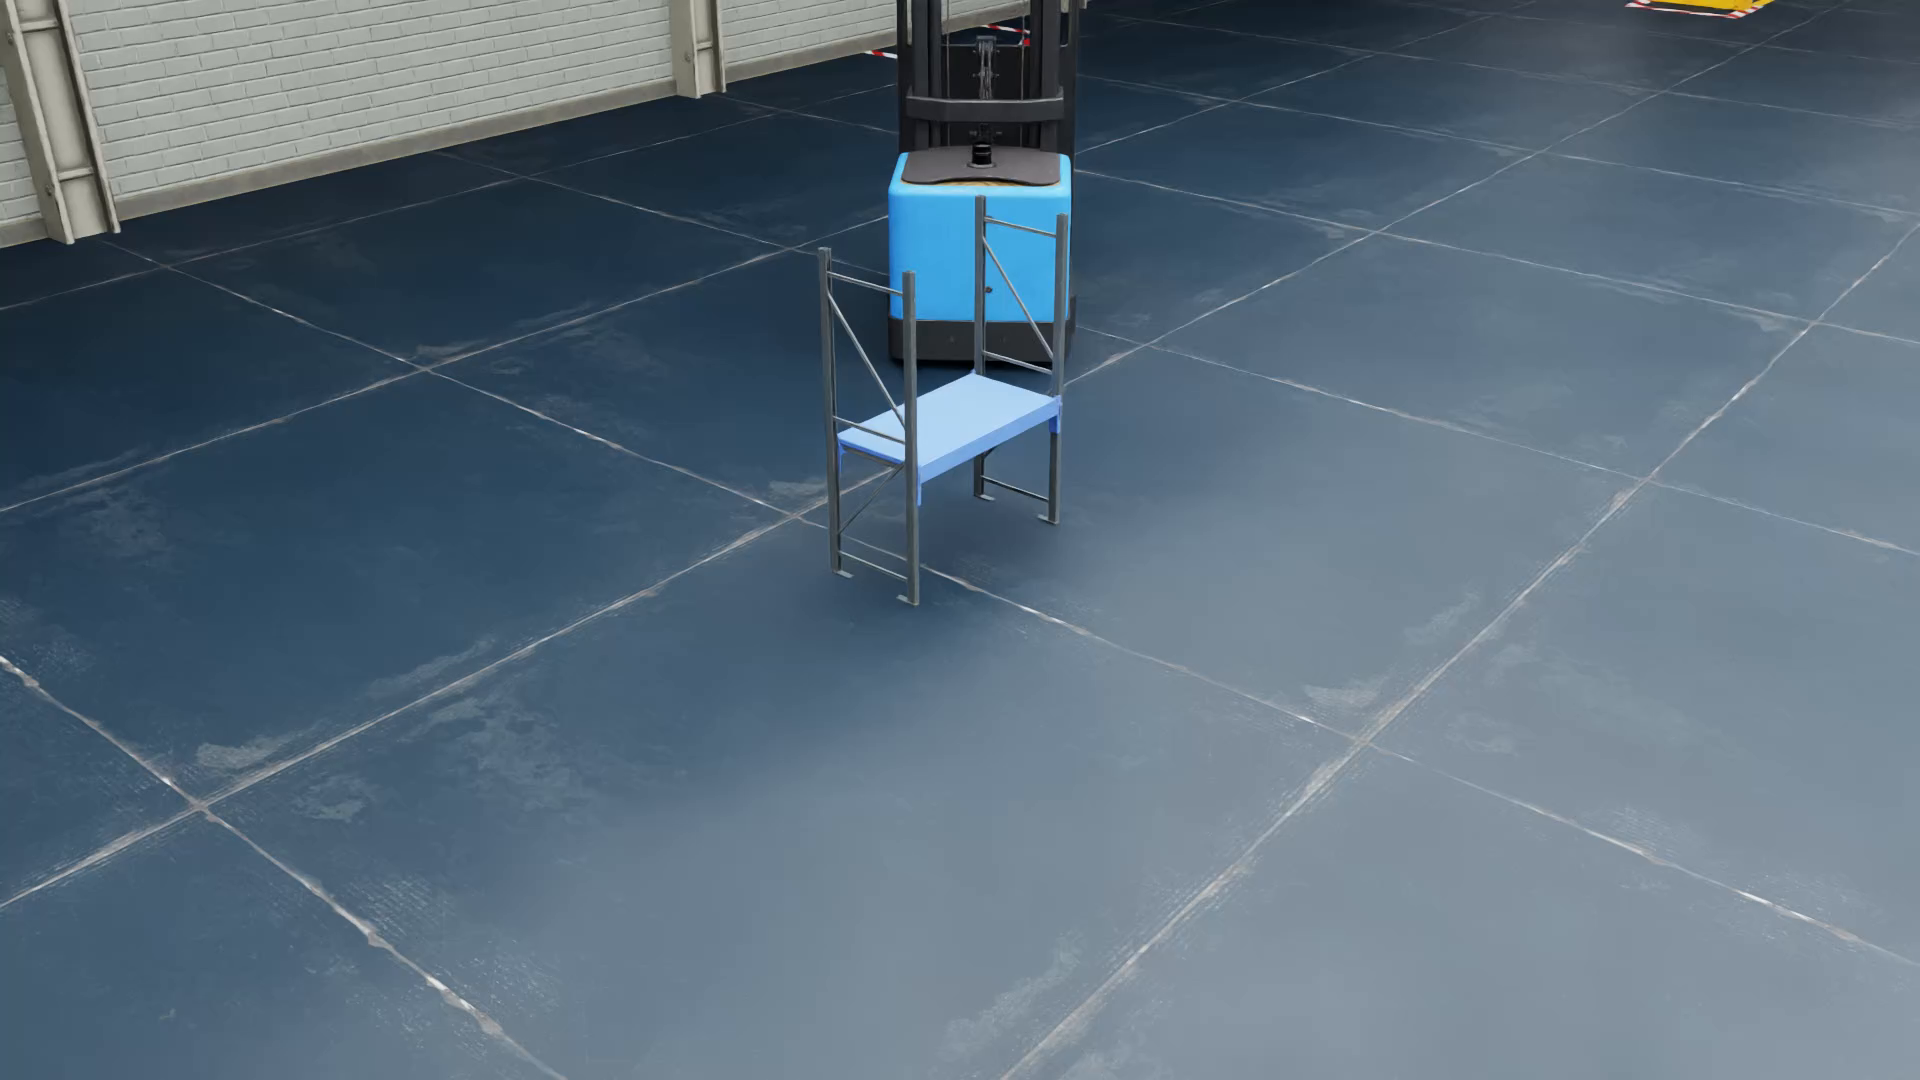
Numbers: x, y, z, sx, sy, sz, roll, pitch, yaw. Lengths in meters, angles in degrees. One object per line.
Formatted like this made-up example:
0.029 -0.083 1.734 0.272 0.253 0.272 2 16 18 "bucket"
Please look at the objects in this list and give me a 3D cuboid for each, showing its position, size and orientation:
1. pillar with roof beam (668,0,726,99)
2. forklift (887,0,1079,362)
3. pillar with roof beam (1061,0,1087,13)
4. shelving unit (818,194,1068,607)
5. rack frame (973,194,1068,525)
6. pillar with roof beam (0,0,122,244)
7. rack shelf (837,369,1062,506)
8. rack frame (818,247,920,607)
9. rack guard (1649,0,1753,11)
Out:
0.807 -7.078 11.639 9.100 9.000 0.400 21 34 34 "pillar with roof beam"
0.178 -2.968 10.297 1.130 2.935 3.031 1 27 2 "forklift"
4.623 -9.206 15.751 9.100 9.000 0.400 21 34 34 "pillar with roof beam"
-0.054 -0.636 7.347 0.538 1.500 1.048 21 34 34 "shelving unit"
0.269 -0.816 7.695 0.500 1.500 0.032 21 34 34 "rack frame"
-3.009 -4.951 7.527 9.100 9.000 0.400 21 34 34 "pillar with roof beam"
-0.054 -0.476 7.430 0.538 0.185 1.000 21 34 34 "rack shelf"
-0.378 -0.456 6.999 0.500 1.500 0.032 21 34 34 "rack frame"
9.150 -6.860 20.467 1.175 0.500 0.348 21 34 34 "rack guard"
